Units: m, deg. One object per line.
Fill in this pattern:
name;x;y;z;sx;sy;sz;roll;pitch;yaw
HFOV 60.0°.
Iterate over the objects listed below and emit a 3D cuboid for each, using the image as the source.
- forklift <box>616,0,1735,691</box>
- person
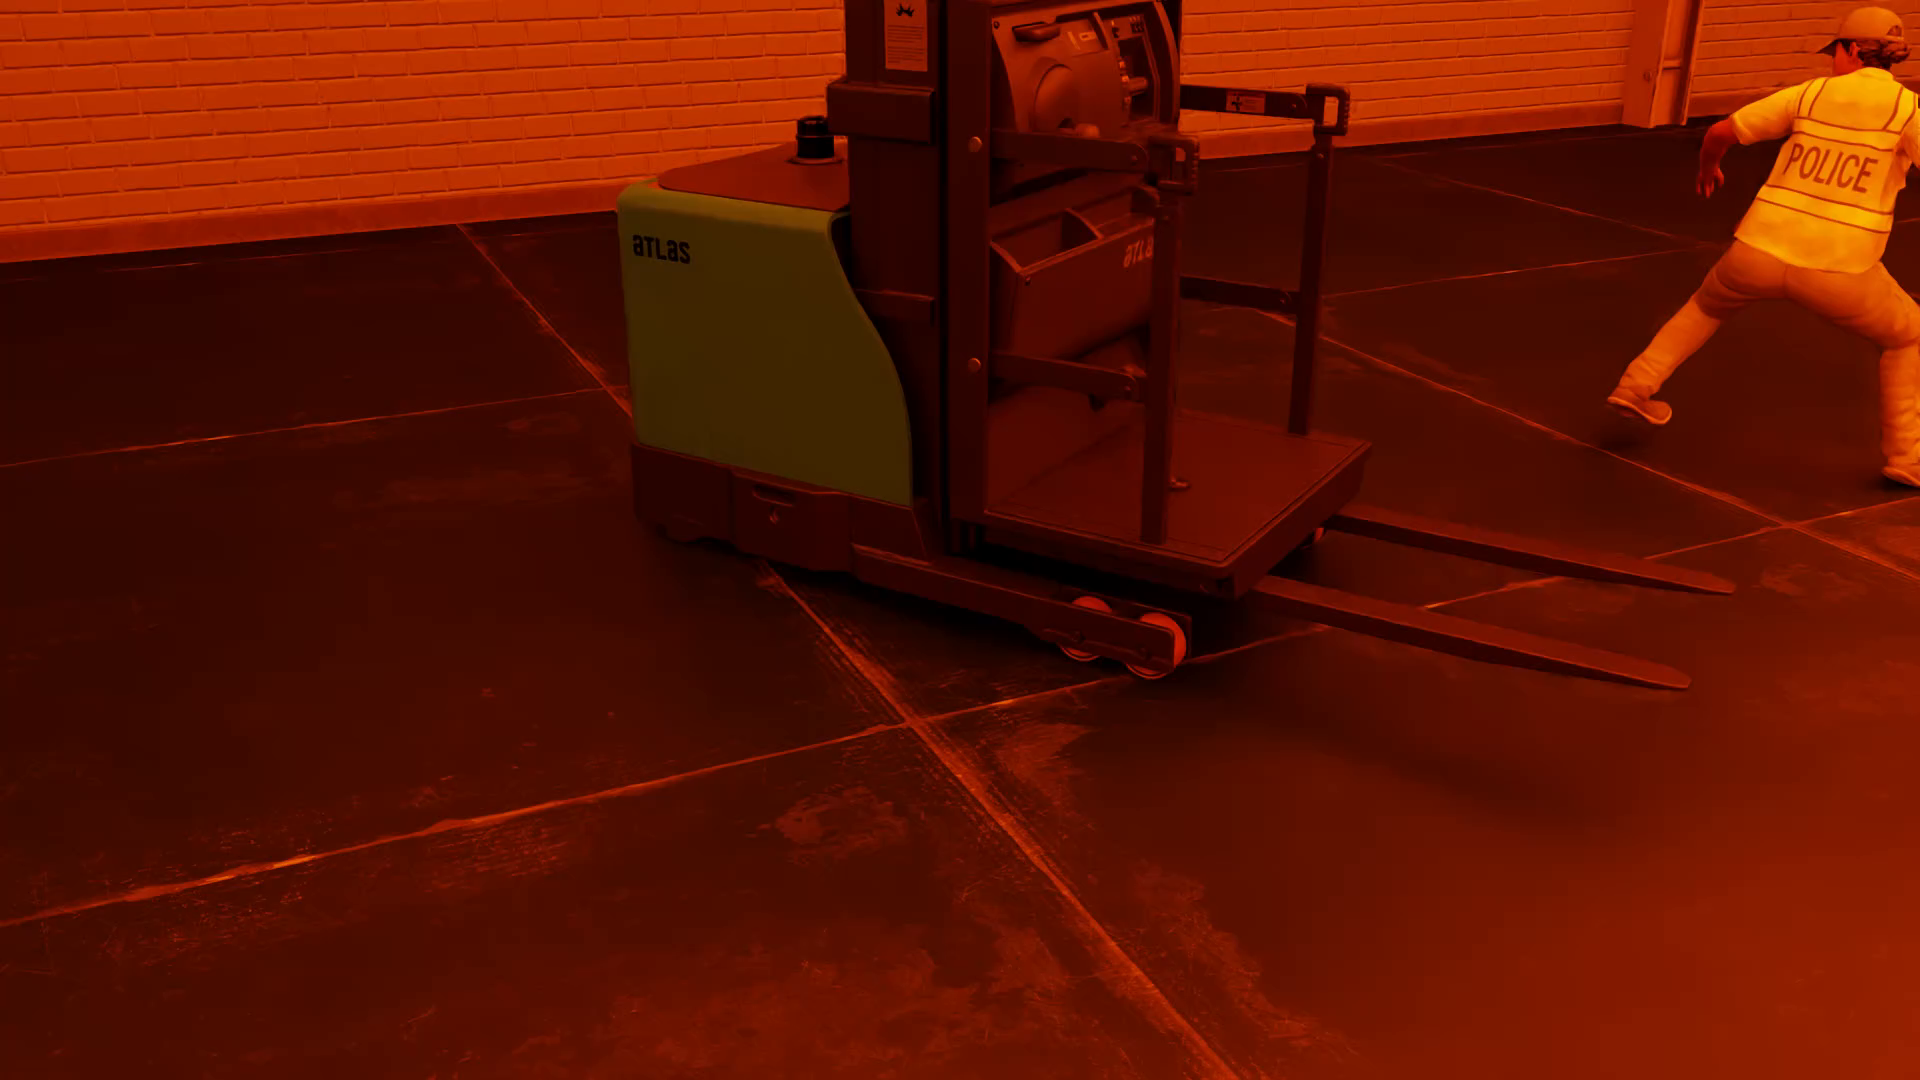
forklift;0.519;-1.230;4.247;3.031;2.935;1.130;13;26;29
person;2.842;-0.908;5.451;1.125;1.593;0.526;20;30;40
